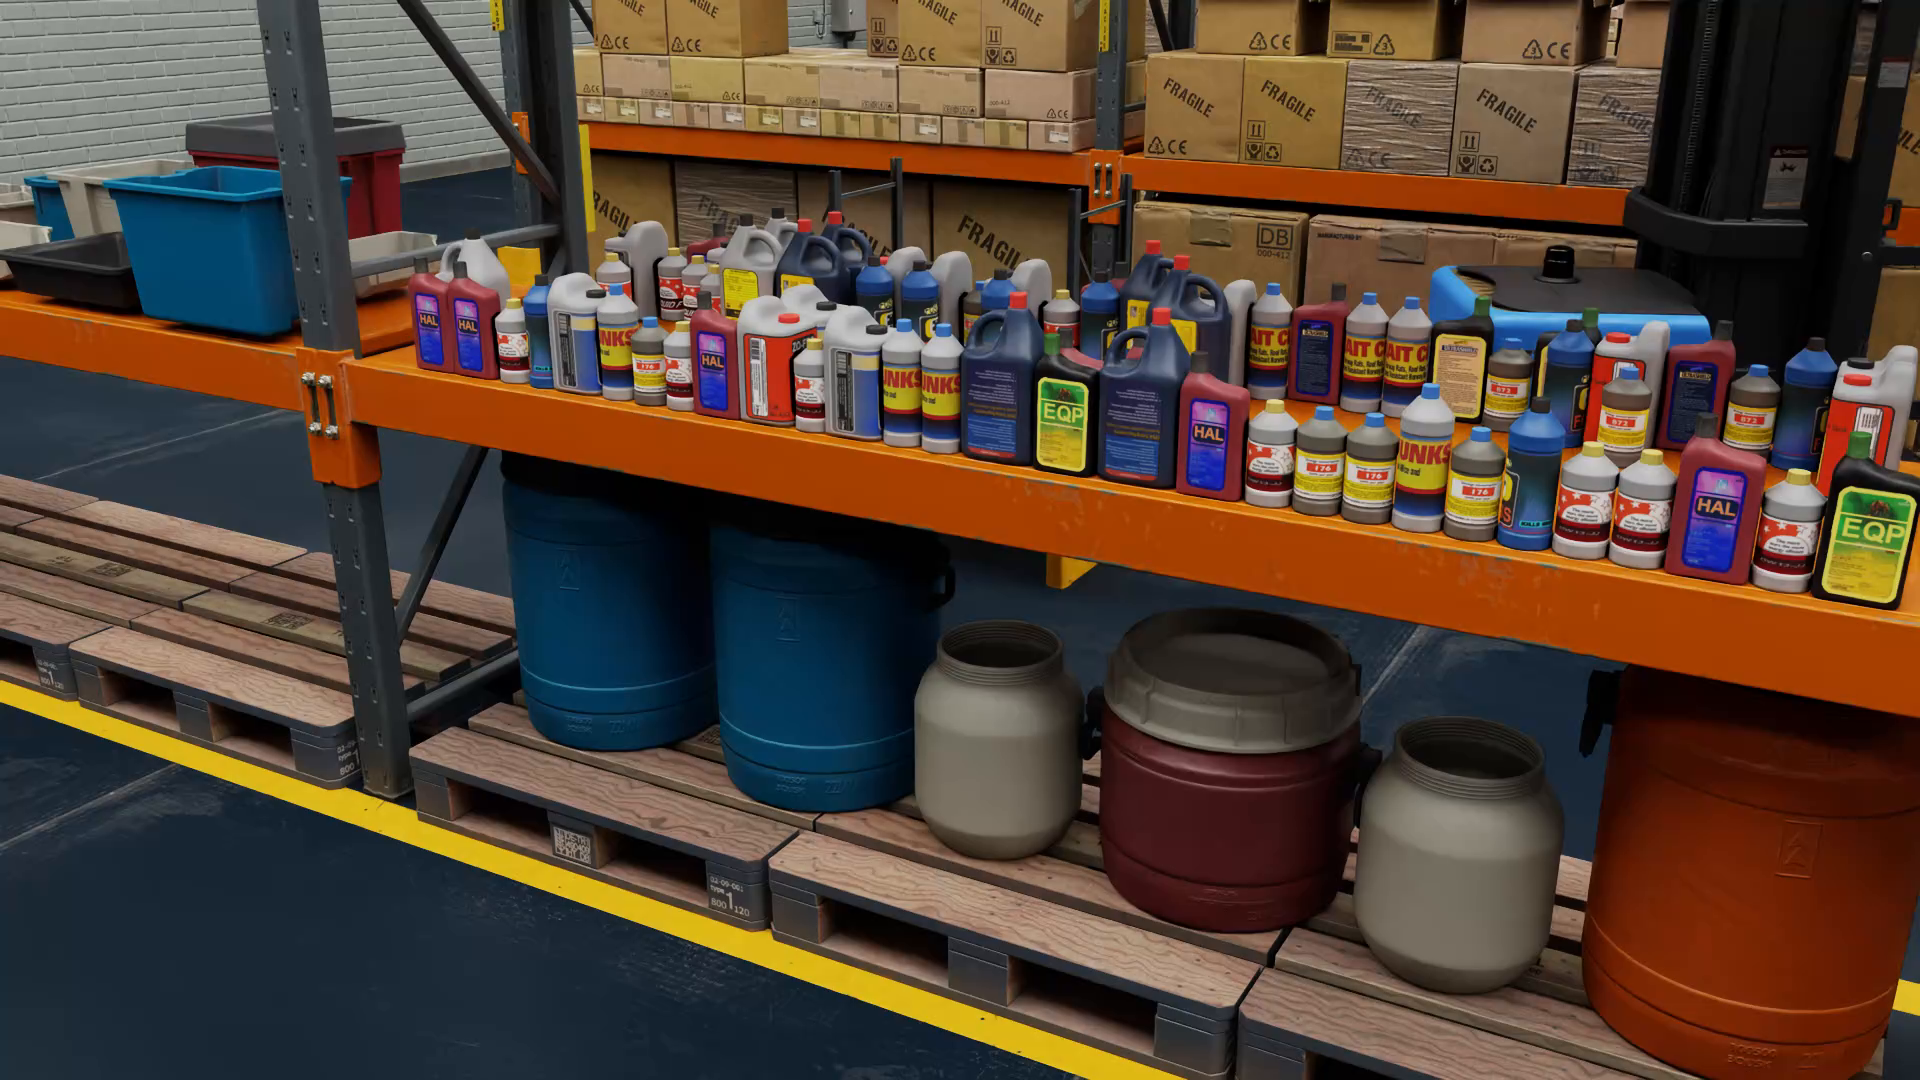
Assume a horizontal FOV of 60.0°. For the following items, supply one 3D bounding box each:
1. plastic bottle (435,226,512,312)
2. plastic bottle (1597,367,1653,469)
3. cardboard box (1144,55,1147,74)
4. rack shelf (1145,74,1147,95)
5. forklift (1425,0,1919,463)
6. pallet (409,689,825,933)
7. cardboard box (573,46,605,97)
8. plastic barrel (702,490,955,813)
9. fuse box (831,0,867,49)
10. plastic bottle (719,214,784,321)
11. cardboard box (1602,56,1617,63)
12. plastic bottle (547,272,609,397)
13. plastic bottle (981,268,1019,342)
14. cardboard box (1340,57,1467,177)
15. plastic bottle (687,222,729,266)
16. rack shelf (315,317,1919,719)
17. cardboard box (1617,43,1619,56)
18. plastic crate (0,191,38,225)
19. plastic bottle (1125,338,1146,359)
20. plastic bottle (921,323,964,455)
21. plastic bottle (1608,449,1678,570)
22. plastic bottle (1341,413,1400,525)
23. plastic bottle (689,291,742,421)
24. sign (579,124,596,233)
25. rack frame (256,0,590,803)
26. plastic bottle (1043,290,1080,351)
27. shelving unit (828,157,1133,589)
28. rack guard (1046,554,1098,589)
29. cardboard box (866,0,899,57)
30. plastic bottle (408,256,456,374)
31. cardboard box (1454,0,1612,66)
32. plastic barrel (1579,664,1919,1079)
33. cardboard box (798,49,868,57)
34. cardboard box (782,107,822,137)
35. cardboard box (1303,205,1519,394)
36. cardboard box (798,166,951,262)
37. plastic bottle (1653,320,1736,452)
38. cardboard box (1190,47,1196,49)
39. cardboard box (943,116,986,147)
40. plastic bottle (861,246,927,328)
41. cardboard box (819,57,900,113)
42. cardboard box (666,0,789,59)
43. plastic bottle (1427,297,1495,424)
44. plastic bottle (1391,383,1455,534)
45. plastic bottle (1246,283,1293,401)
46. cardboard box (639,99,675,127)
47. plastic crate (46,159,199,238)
[{"bbox_3d":[-1.252,-0.628,4.271,0.185,0.351,0.144,11,23,27],"label":"plastic bottle"},{"bbox_3d":[1.387,-0.260,3.473,0.097,0.201,0.097,0,20,0],"label":"plastic bottle"},{"bbox_3d":[1.504,-3.899,13.583,0.250,0.149,0.380,12,23,29],"label":"cardboard box"},{"bbox_3d":[1.740,-3.742,13.837,4.000,0.370,1.077,11,23,27],"label":"rack shelf"},{"bbox_3d":[3.399,-1.305,6.164,3.031,2.935,1.130,2,20,4],"label":"forklift"},{"bbox_3d":[-0.783,0.638,4.796,1.213,0.211,1.003,11,23,27],"label":"pallet"},{"bbox_3d":[-2.226,-2.862,10.140,0.500,0.250,0.500,10,22,26],"label":"cardboard box"},{"bbox_3d":[-0.352,0.189,4.406,0.708,0.901,0.600,11,23,27],"label":"plastic barrel"},{"bbox_3d":[-1.462,-6.829,23.183,0.414,1.711,0.539,11,23,27],"label":"fuse box"},{"bbox_3d":[-0.545,-0.692,4.445,0.185,0.351,0.144,11,23,27],"label":"plastic bottle"},{"bbox_3d":[3.279,-2.001,7.835,0.500,0.500,0.500,10,22,26],"label":"cardboard box"},{"bbox_3d":[-0.899,-0.504,4.037,0.135,0.276,0.152,11,23,27],"label":"plastic bottle"},{"bbox_3d":[0.100,-0.538,4.137,0.097,0.271,0.097,0,20,0],"label":"plastic bottle"},{"bbox_3d":[2.135,-2.017,7.880,0.500,0.500,0.500,10,22,26],"label":"cardboard box"},{"bbox_3d":[-0.711,-0.764,4.744,0.133,0.283,0.061,11,23,27],"label":"plastic bottle"},{"bbox_3d":[0.309,-0.142,3.914,4.000,0.370,1.077,11,23,27],"label":"rack shelf"},{"bbox_3d":[4.748,-3.409,11.616,0.250,0.149,0.380,10,22,26],"label":"cardboard box"},{"bbox_3d":[-3.360,-1.166,5.979,0.250,0.136,0.298,11,23,27],"label":"plastic crate"},{"bbox_3d":[0.405,-0.297,3.457,0.133,0.283,0.061,11,23,27],"label":"plastic bottle"},{"bbox_3d":[-0.035,-0.326,3.554,0.097,0.271,0.097,0,20,0],"label":"plastic bottle"},{"bbox_3d":[1.201,-0.058,2.917,0.097,0.201,0.097,0,20,0],"label":"plastic bottle"},{"bbox_3d":[0.776,-0.139,3.140,0.097,0.201,0.097,0,20,0],"label":"plastic bottle"},{"bbox_3d":[-0.549,-0.423,3.803,0.133,0.283,0.061,11,23,27],"label":"plastic bottle"},{"bbox_3d":[-1.167,-1.107,5.112,0.005,0.325,0.100,11,23,27],"label":"sign"},{"bbox_3d":[-1.437,-0.813,4.708,0.127,3.000,1.000,11,23,27],"label":"rack frame"},{"bbox_3d":[0.259,-0.534,4.229,0.097,0.201,0.097,0,20,0],"label":"plastic bottle"},{"bbox_3d":[0.067,-0.692,6.574,1.083,1.500,0.587,11,23,27],"label":"shelving unit"},{"bbox_3d":[0.501,-0.022,6.559,0.087,0.250,0.587,11,23,27],"label":"rack guard"},{"bbox_3d":[-0.197,-3.035,9.516,0.500,0.500,0.500,10,22,26],"label":"cardboard box"},{"bbox_3d":[-1.325,-0.570,4.210,0.133,0.283,0.061,11,23,27],"label":"plastic bottle"},{"bbox_3d":[2.684,-2.486,7.703,0.637,0.503,0.797,12,23,29],"label":"cardboard box"},{"bbox_3d":[1.620,0.598,3.383,0.708,0.830,0.600,11,23,27],"label":"plastic barrel"},{"bbox_3d":[-0.617,-2.766,9.876,0.500,0.250,0.500,11,23,27],"label":"cardboard box"},{"bbox_3d":[-0.791,-2.379,9.393,0.250,0.149,0.380,11,23,28],"label":"cardboard box"},{"bbox_3d":[2.328,-1.238,8.378,0.875,0.875,1.225,10,22,25],"label":"cardboard box"},{"bbox_3d":[-0.344,-1.770,9.845,0.875,0.875,0.875,11,23,27],"label":"cardboard box"},{"bbox_3d":[1.571,-0.330,3.546,0.133,0.283,0.061,11,23,27],"label":"plastic bottle"},{"bbox_3d":[1.520,-2.338,8.766,0.500,0.500,0.500,11,23,27],"label":"cardboard box"},{"bbox_3d":[0.104,-2.208,8.922,0.250,0.149,0.380,10,22,26],"label":"cardboard box"},{"bbox_3d":[-0.176,-0.641,4.415,0.135,0.276,0.152,11,23,27],"label":"plastic bottle"},{"bbox_3d":[-0.433,-2.523,9.204,0.500,0.250,0.500,11,23,28],"label":"cardboard box"},{"bbox_3d":[-1.334,-3.047,9.550,0.500,0.500,0.500,10,22,26],"label":"cardboard box"},{"bbox_3d":[1.135,-0.413,3.775,0.133,0.283,0.061,11,23,27],"label":"plastic bottle"},{"bbox_3d":[0.861,-0.156,3.084,0.097,0.271,0.097,0,20,0],"label":"plastic bottle"},{"bbox_3d":[0.739,-0.475,3.965,0.097,0.271,0.097,0,20,0],"label":"plastic bottle"},{"bbox_3d":[-1.688,-2.550,9.864,0.250,0.149,0.380,10,22,26],"label":"cardboard box"},{"bbox_3d":[-2.680,-1.095,5.569,0.530,0.282,0.437,11,23,27],"label":"plastic crate"}]
